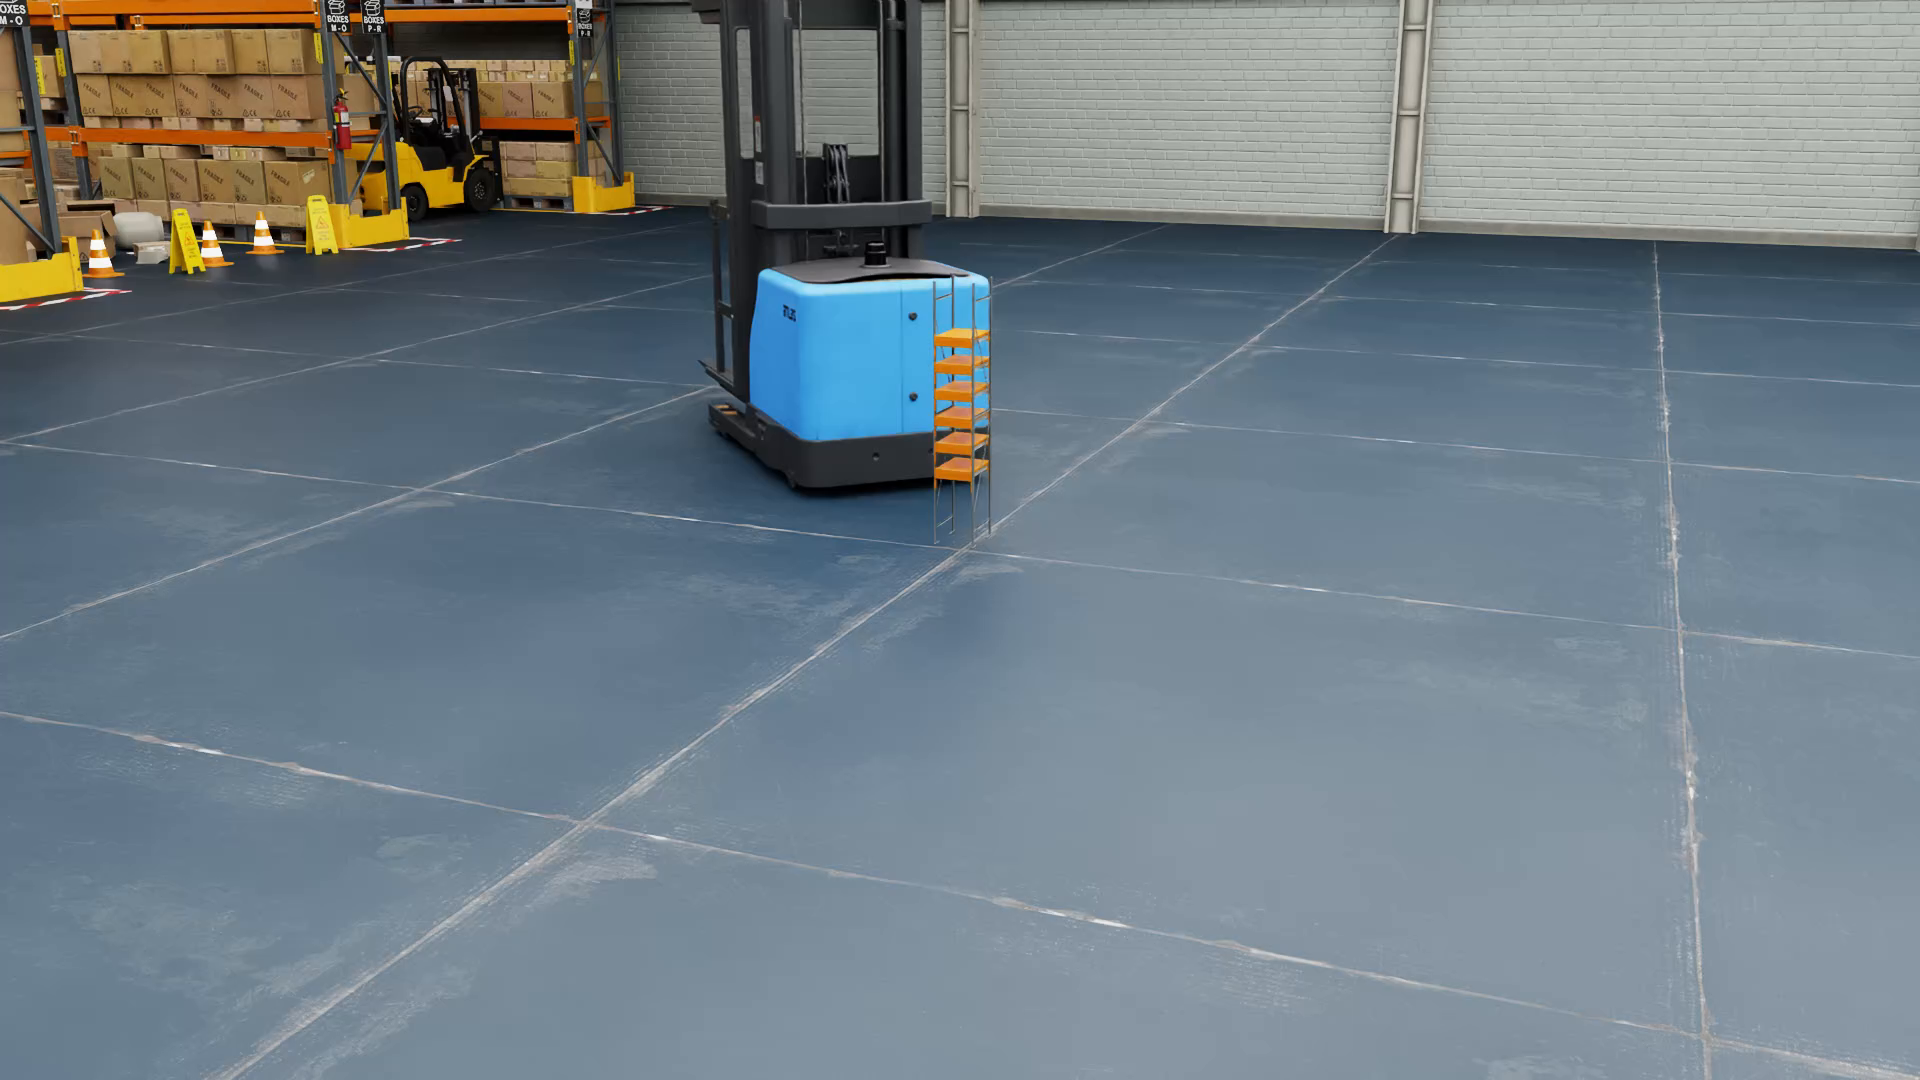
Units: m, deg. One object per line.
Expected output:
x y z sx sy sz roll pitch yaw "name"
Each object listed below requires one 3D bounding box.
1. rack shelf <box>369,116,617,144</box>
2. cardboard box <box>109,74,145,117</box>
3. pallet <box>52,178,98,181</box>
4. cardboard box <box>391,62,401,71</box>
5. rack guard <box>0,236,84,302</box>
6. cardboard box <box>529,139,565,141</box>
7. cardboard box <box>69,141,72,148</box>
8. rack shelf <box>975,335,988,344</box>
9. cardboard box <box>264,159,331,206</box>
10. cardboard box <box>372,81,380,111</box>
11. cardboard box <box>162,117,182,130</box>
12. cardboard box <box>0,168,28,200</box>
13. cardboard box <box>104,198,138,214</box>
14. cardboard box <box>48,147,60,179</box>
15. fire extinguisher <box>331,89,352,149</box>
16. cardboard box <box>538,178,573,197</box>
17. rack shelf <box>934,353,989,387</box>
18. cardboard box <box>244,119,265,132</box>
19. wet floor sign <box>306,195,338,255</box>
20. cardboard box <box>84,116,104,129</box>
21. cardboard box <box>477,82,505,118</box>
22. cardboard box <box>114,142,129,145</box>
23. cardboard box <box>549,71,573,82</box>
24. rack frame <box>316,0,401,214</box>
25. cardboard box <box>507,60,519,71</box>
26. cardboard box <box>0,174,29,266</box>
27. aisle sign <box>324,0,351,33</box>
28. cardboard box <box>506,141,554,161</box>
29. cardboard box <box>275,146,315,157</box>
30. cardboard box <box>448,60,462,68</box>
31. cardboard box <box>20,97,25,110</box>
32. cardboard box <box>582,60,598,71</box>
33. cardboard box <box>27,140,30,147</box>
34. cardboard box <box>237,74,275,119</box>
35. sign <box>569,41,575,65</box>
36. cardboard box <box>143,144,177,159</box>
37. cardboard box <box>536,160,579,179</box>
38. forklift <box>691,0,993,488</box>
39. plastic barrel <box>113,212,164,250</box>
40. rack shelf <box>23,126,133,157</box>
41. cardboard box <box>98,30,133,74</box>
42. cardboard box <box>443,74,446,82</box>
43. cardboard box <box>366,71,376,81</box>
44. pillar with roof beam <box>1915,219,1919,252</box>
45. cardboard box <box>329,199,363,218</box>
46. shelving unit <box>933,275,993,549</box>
-7.083 -6.149 24.763 4.000 0.370 1.077 6 17 21 "rack shelf"
-9.979 -5.439 20.316 0.500 0.500 0.500 6 17 20 "cardboard box"
-14.476 -5.980 27.894 1.213 0.211 1.003 6 17 21 "pallet"
-8.239 -7.064 24.751 0.250 0.149 0.380 6 17 20 "cardboard box"
-8.740 -2.505 15.404 0.348 0.500 1.175 6 17 21 "rack guard"
-6.066 -5.799 24.655 0.500 0.250 0.500 6 17 21 "cardboard box"
-14.440 -6.548 27.416 0.250 0.149 0.380 5 17 18 "cardboard box"
0.013 -0.897 7.408 0.166 0.020 0.199 6 17 21 "rack shelf"
-7.881 -4.257 19.792 0.500 0.500 0.500 6 17 21 "cardboard box"
-8.626 -6.634 24.964 0.500 0.500 0.500 6 17 19 "cardboard box"
-9.399 -5.042 20.110 0.250 0.149 0.380 6 17 21 "cardboard box"
-11.386 -4.109 19.574 0.500 0.500 0.500 6 17 21 "cardboard box"
-10.311 -4.162 20.807 0.500 0.250 0.500 5 17 18 "cardboard box"
-15.056 -6.306 27.746 0.500 0.500 0.500 6 17 19 "cardboard box"
-7.103 -4.833 19.081 0.183 0.674 0.296 6 17 21 "fire extinguisher"
-5.775 -5.137 24.166 0.500 0.250 0.500 6 17 21 "cardboard box"
0.013 -0.763 7.447 0.180 0.103 0.258 6 17 21 "rack shelf"
-8.224 -4.911 19.661 0.250 0.149 0.380 7 17 22 "cardboard box"
-7.256 -3.574 18.828 0.232 0.644 0.267 14 21 40 "wet floor sign"
-10.586 -5.175 20.569 0.250 0.149 0.380 6 17 20 "cardboard box"
-6.733 -6.427 24.254 0.500 0.500 0.500 6 17 20 "cardboard box"
-13.482 -6.425 26.993 0.250 0.149 0.380 5 17 18 "cardboard box"
-5.648 -6.612 23.725 0.250 0.149 0.380 7 17 21 "cardboard box"
-7.040 -5.002 19.522 0.127 3.000 1.000 6 17 21 "rack frame"
-6.331 -6.855 24.031 0.250 0.149 0.380 6 17 21 "cardboard box"
-9.417 -2.941 15.482 0.875 0.875 0.875 6 17 21 "cardboard box"
-7.089 -6.169 18.879 0.004 0.787 0.394 6 17 21 "aisle sign"
-6.242 -5.668 24.202 0.500 0.250 0.500 7 17 22 "cardboard box"
-10.152 -5.892 26.094 0.625 0.625 0.875 6 17 20 "cardboard box"
-7.290 -6.959 24.389 0.250 0.149 0.380 6 17 21 "cardboard box"
-11.580 -5.504 20.952 0.250 0.149 0.380 6 17 19 "cardboard box"
-5.456 -6.882 24.121 0.250 0.149 0.380 6 17 20 "cardboard box"
-15.360 -6.668 27.829 0.250 0.149 0.380 6 17 20 "cardboard box"
-8.110 -5.229 19.592 0.500 0.500 0.500 6 17 21 "cardboard box"
-5.434 -6.820 23.284 0.005 0.325 0.100 6 17 21 "sign"
-9.738 -4.753 20.335 0.250 0.149 0.380 7 18 23 "cardboard box"
-5.790 -5.379 24.105 0.500 0.250 0.500 6 17 20 "cardboard box"
-0.849 -1.993 9.439 1.129 2.843 3.031 -6 17 -21 "forklift"
-9.517 -3.583 19.257 0.512 0.421 0.421 -9 18 -27 "plastic barrel"
-12.622 -5.270 21.737 4.000 0.370 1.077 6 17 21 "rack shelf"
-9.964 -5.923 20.189 0.500 0.500 0.700 6 17 21 "cardboard box"
-7.563 -6.819 24.439 0.250 0.149 0.380 6 17 19 "cardboard box"
-17.261 -4.780 20.644 12.878 1.949 15.192 6 17 20 "cardboard box"
9.626 -6.518 13.983 0.400 9.000 9.100 6 17 21 "pillar with roof beam"
-7.689 -4.037 20.378 0.500 0.250 0.500 6 17 20 "cardboard box"
0.013 -0.575 7.501 0.189 1.200 0.258 6 17 21 "shelving unit"
